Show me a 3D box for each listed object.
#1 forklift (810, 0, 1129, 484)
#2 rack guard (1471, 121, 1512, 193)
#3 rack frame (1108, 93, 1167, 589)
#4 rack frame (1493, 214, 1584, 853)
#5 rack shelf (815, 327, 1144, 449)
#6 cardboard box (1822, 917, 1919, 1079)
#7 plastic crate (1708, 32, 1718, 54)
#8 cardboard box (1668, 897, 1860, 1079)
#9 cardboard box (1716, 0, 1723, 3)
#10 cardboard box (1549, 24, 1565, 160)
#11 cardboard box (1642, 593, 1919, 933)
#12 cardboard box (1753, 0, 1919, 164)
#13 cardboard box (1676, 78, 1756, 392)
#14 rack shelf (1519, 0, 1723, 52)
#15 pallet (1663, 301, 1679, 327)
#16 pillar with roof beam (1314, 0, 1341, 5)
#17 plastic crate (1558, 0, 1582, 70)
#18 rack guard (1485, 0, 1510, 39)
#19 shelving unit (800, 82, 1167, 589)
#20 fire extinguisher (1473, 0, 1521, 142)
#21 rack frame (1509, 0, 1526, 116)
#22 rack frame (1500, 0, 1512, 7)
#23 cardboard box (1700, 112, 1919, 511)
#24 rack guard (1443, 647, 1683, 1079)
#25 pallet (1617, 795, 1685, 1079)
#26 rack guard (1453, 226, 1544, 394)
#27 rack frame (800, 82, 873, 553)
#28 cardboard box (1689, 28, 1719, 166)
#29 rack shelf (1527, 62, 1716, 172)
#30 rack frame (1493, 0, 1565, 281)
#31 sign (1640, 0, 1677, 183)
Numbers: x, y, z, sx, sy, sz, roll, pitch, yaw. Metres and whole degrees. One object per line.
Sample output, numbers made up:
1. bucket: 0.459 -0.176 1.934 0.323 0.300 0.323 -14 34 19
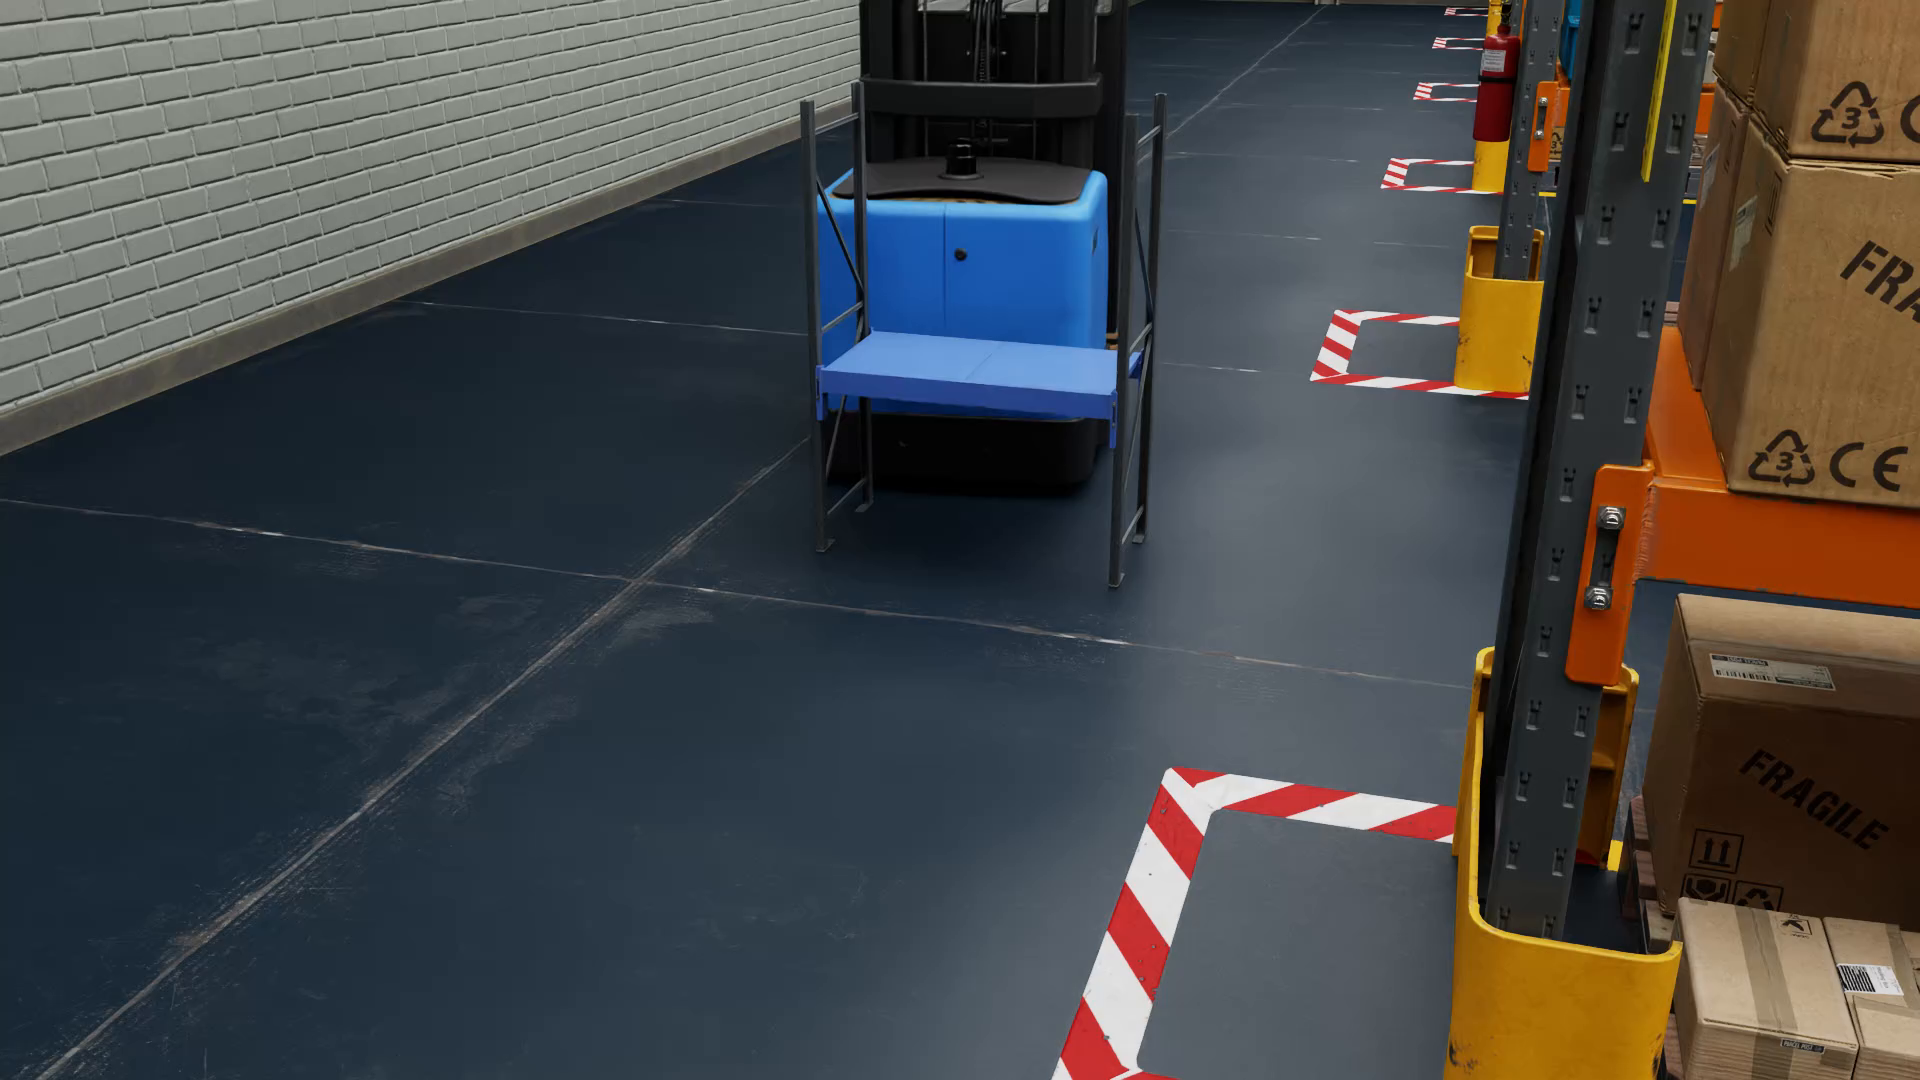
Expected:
1. forklift: 0.173 -2.086 6.994 1.130 2.935 3.031 3 23 8
2. rack guard: 3.969 -2.907 12.198 0.348 0.500 1.175 7 23 16
3. rack frame: 0.568 -0.629 5.327 0.032 1.500 0.500 7 23 16
4. rack frame: 1.126 -0.461 2.940 0.053 2.616 0.949 7 23 16
5. rack shelf: 0.082 -0.518 5.531 1.000 0.185 0.538 7 23 16
6. cardboard box: 1.668 0.844 2.914 0.250 0.166 0.380 7 23 16
7. plastic crate: 3.395 -2.143 7.311 0.243 0.136 0.396 7 23 16
8. cardboard box: 1.429 0.824 2.985 0.250 0.149 0.380 7 23 16
9. cardboard box: 4.978 -3.702 11.173 0.250 0.149 0.380 6 23 15
10. cardboard box: 4.628 -3.231 11.940 0.875 0.875 0.875 7 23 16
11. cardboard box: 1.719 0.461 3.407 0.500 0.500 0.500 7 23 16
12. cardboard box: 1.476 -0.826 2.382 0.500 0.500 0.500 7 23 17
13. cardboard box: 1.635 -0.558 3.046 0.500 0.500 0.500 7 23 17
14. rack shelf: 5.907 -3.509 11.319 4.000 0.370 1.077 7 23 16
15. pallet: 3.340 -0.866 7.604 1.213 0.211 1.003 7 23 16
16. pillar with roof beam: 4.721 -11.300 21.459 0.400 9.000 9.100 7 23 16
17. plastic crate: 2.936 -2.336 7.388 0.499 0.435 0.616 7 23 16
18. rack guard: 6.832 -6.507 20.975 0.348 0.500 1.175 7 23 16
19. shelving unit: 0.082 -0.685 5.463 1.048 1.500 0.538 7 23 16
20. fire extinguisher: 2.549 -2.234 7.858 0.183 0.674 0.296 7 23 16
21. rack frame: 3.992 -4.061 11.717 0.127 3.000 1.000 7 23 16
22. rack frame: 6.855 -7.661 20.495 0.127 3.000 1.000 7 23 16
23. cardboard box: 2.766 -0.321 2.469 3.026 0.500 1.079 7 23 16
24. rack guard: 1.200 0.703 3.397 0.348 0.500 1.175 7 23 16
25. pallet: 1.964 0.924 3.240 1.213 0.211 1.003 7 23 16
26. rack guard: 2.535 -1.103 7.799 0.348 0.500 1.175 7 23 16
27. rack frame: -0.405 -0.740 5.598 0.032 1.500 0.500 7 23 16
28. cardboard box: 5.500 -3.131 11.697 0.875 0.875 0.875 7 23 16
29. rack shelf: 4.477 -1.709 6.932 4.000 0.370 1.077 7 23 16
30. rack frame: 2.562 -2.261 7.330 0.127 3.000 1.000 7 23 16
31. sign: 0.971 -0.665 2.298 0.005 0.325 0.100 7 23 16
